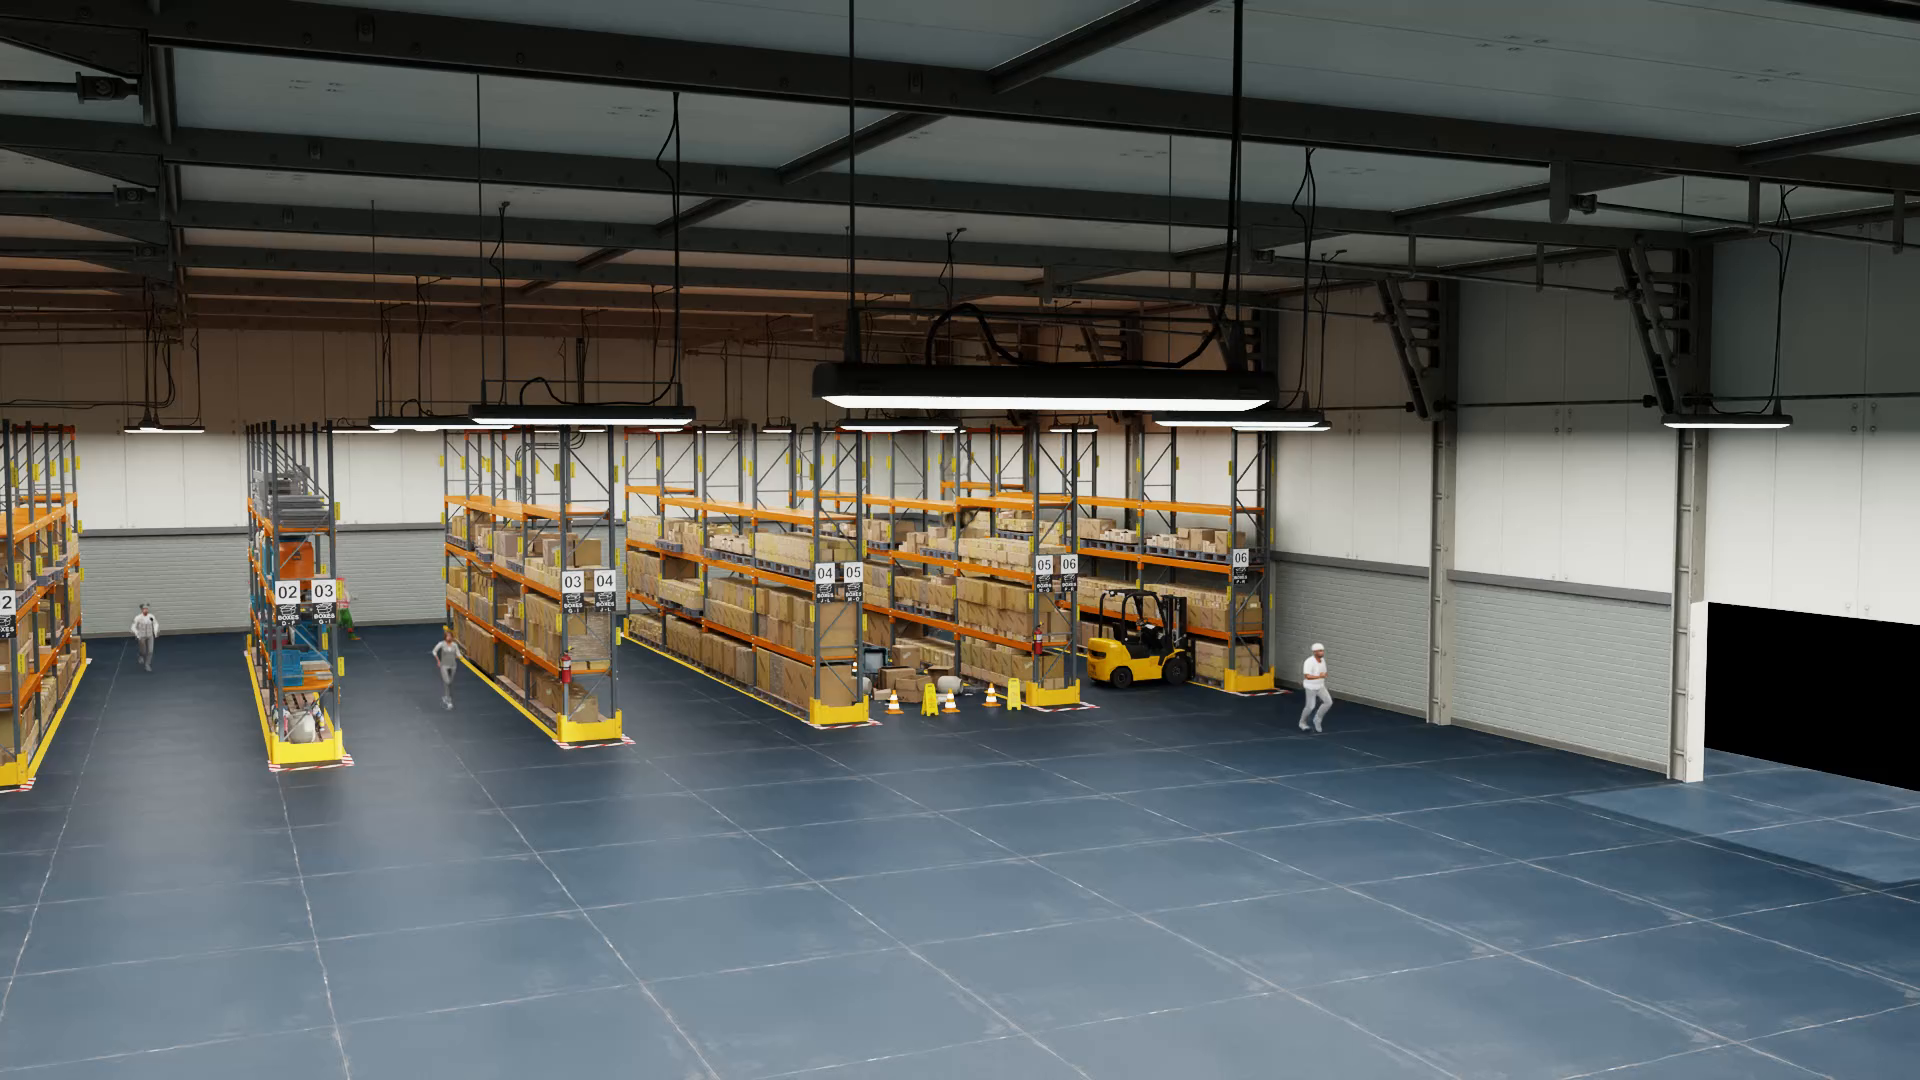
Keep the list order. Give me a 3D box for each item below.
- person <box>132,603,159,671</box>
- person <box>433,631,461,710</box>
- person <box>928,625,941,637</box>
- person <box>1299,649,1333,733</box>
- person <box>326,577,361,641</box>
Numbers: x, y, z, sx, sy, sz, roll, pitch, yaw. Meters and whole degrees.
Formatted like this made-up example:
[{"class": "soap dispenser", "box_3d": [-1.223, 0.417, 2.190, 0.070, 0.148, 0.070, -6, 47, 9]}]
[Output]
[{"class": "person", "box_3d": [-19.968, 2.361, 40.757, 0.613, 1.659, 0.688, -3, 4, -37]}, {"class": "person", "box_3d": [-10.800, 2.721, 35.080, 0.534, 1.627, 0.830, -2, 4, -34]}, {"class": "person", "box_3d": [-0.796, 1.963, 46.900, 0.599, 1.664, 1.008, -2, 4, -28]}, {"class": "person", "box_3d": [6.843, 2.860, 31.983, 0.726, 1.700, 0.797, -3, 5, -38]}, {"class": "person", "box_3d": [-17.215, 1.926, 46.386, 0.970, 1.768, 0.667, 0, 4, -7]}]
